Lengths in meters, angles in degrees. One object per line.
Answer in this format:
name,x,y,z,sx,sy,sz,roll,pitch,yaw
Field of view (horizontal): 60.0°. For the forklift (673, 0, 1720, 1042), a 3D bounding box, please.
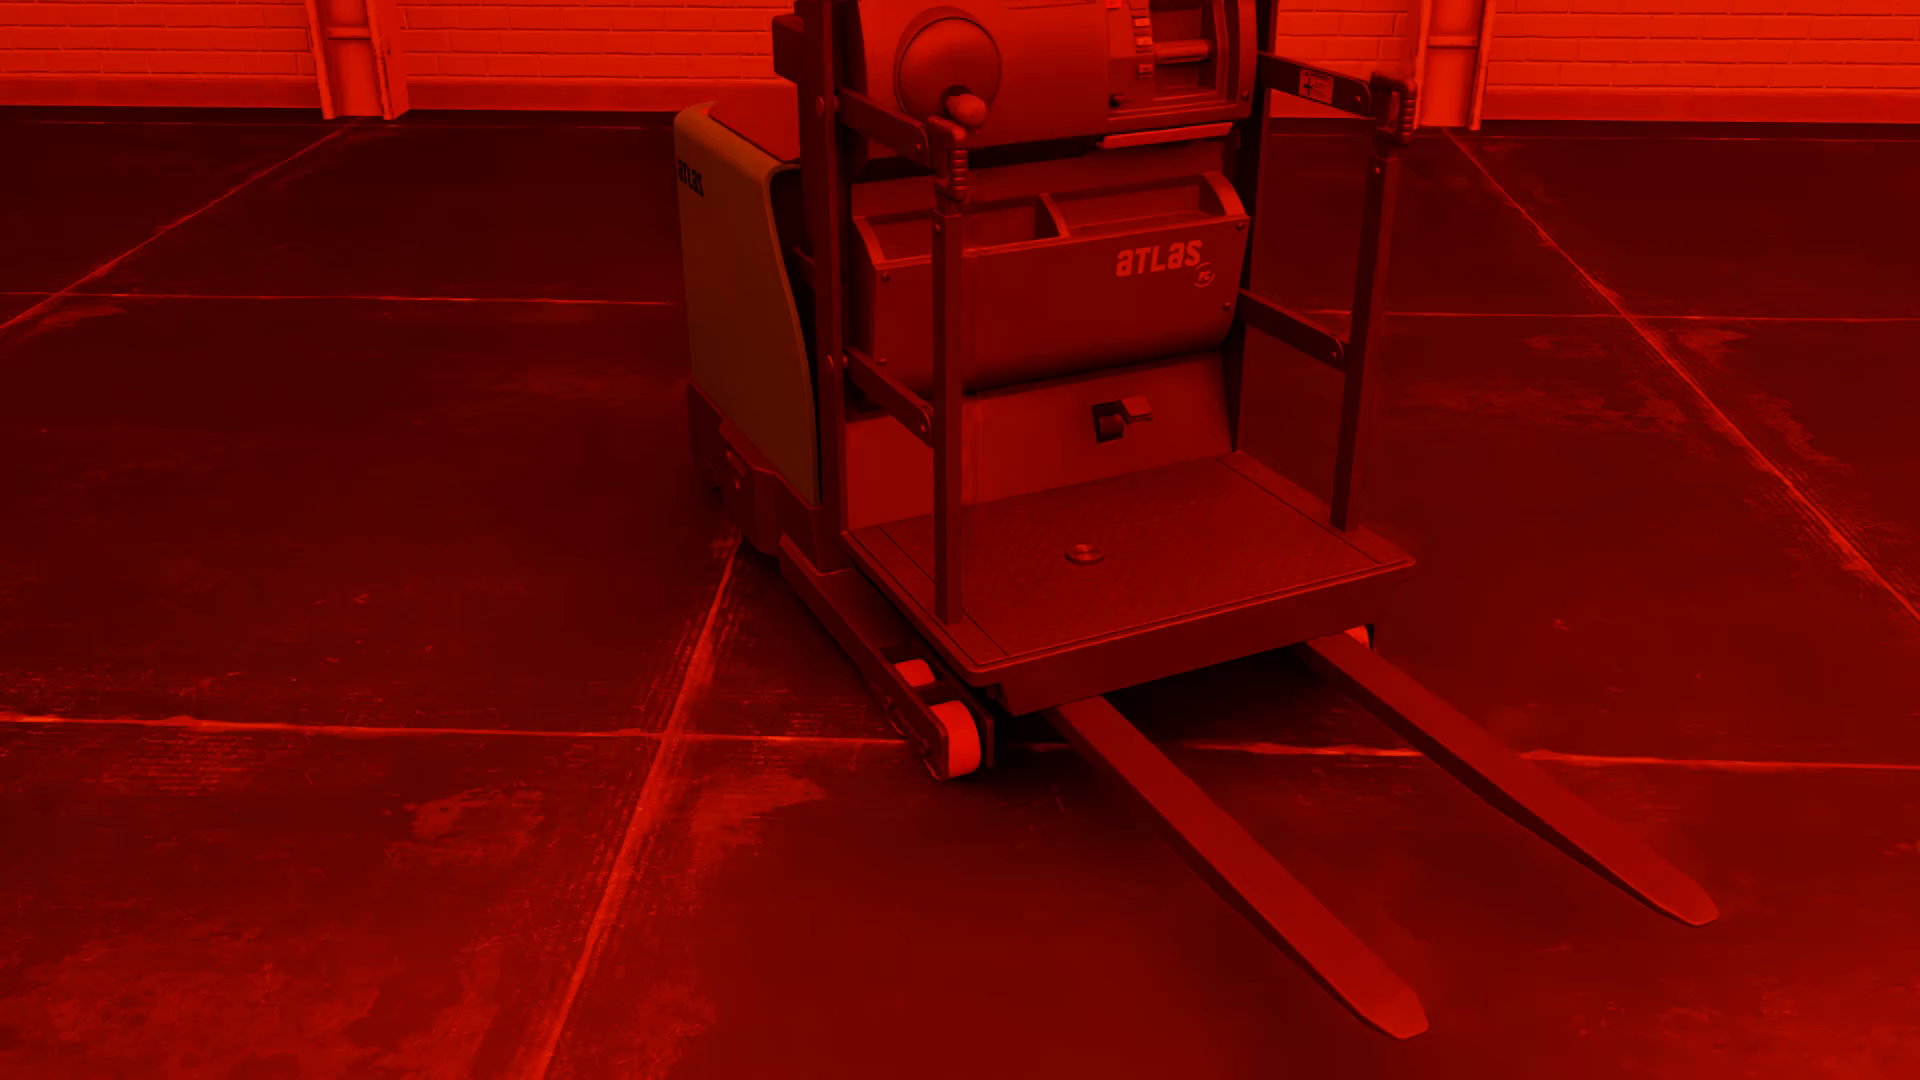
forklift,0.307,-1.031,3.299,1.130,2.935,3.031,-12,29,-23
